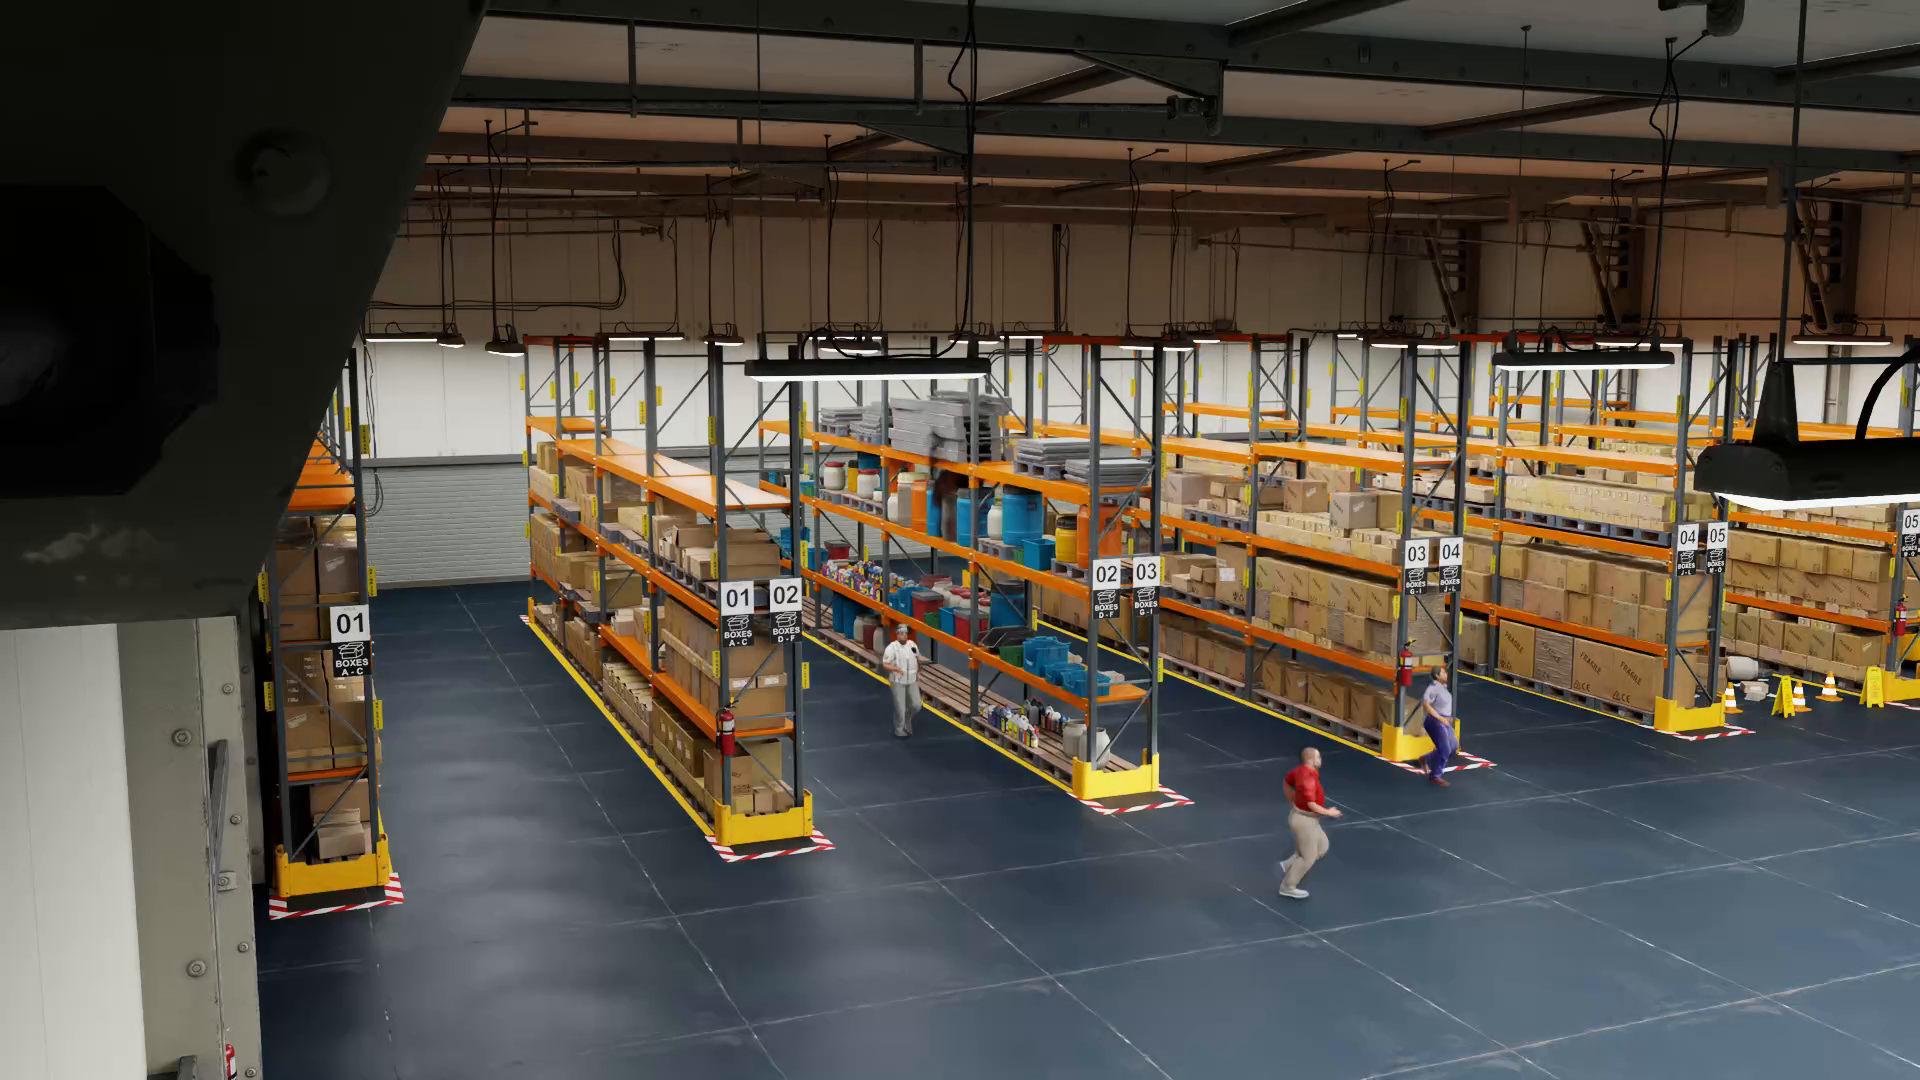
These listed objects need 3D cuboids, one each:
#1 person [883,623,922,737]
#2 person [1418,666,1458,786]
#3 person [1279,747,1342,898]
[{"bbox_3d":[-0.820,2.125,25.118,0.650,1.744,0.602,-3,8,-24],"label":"person"},{"bbox_3d":[6.557,2.531,22.791,0.518,1.616,0.640,5,9,32],"label":"person"},{"bbox_3d":[3.838,3.085,18.225,0.661,1.676,0.647,0,8,1],"label":"person"}]
